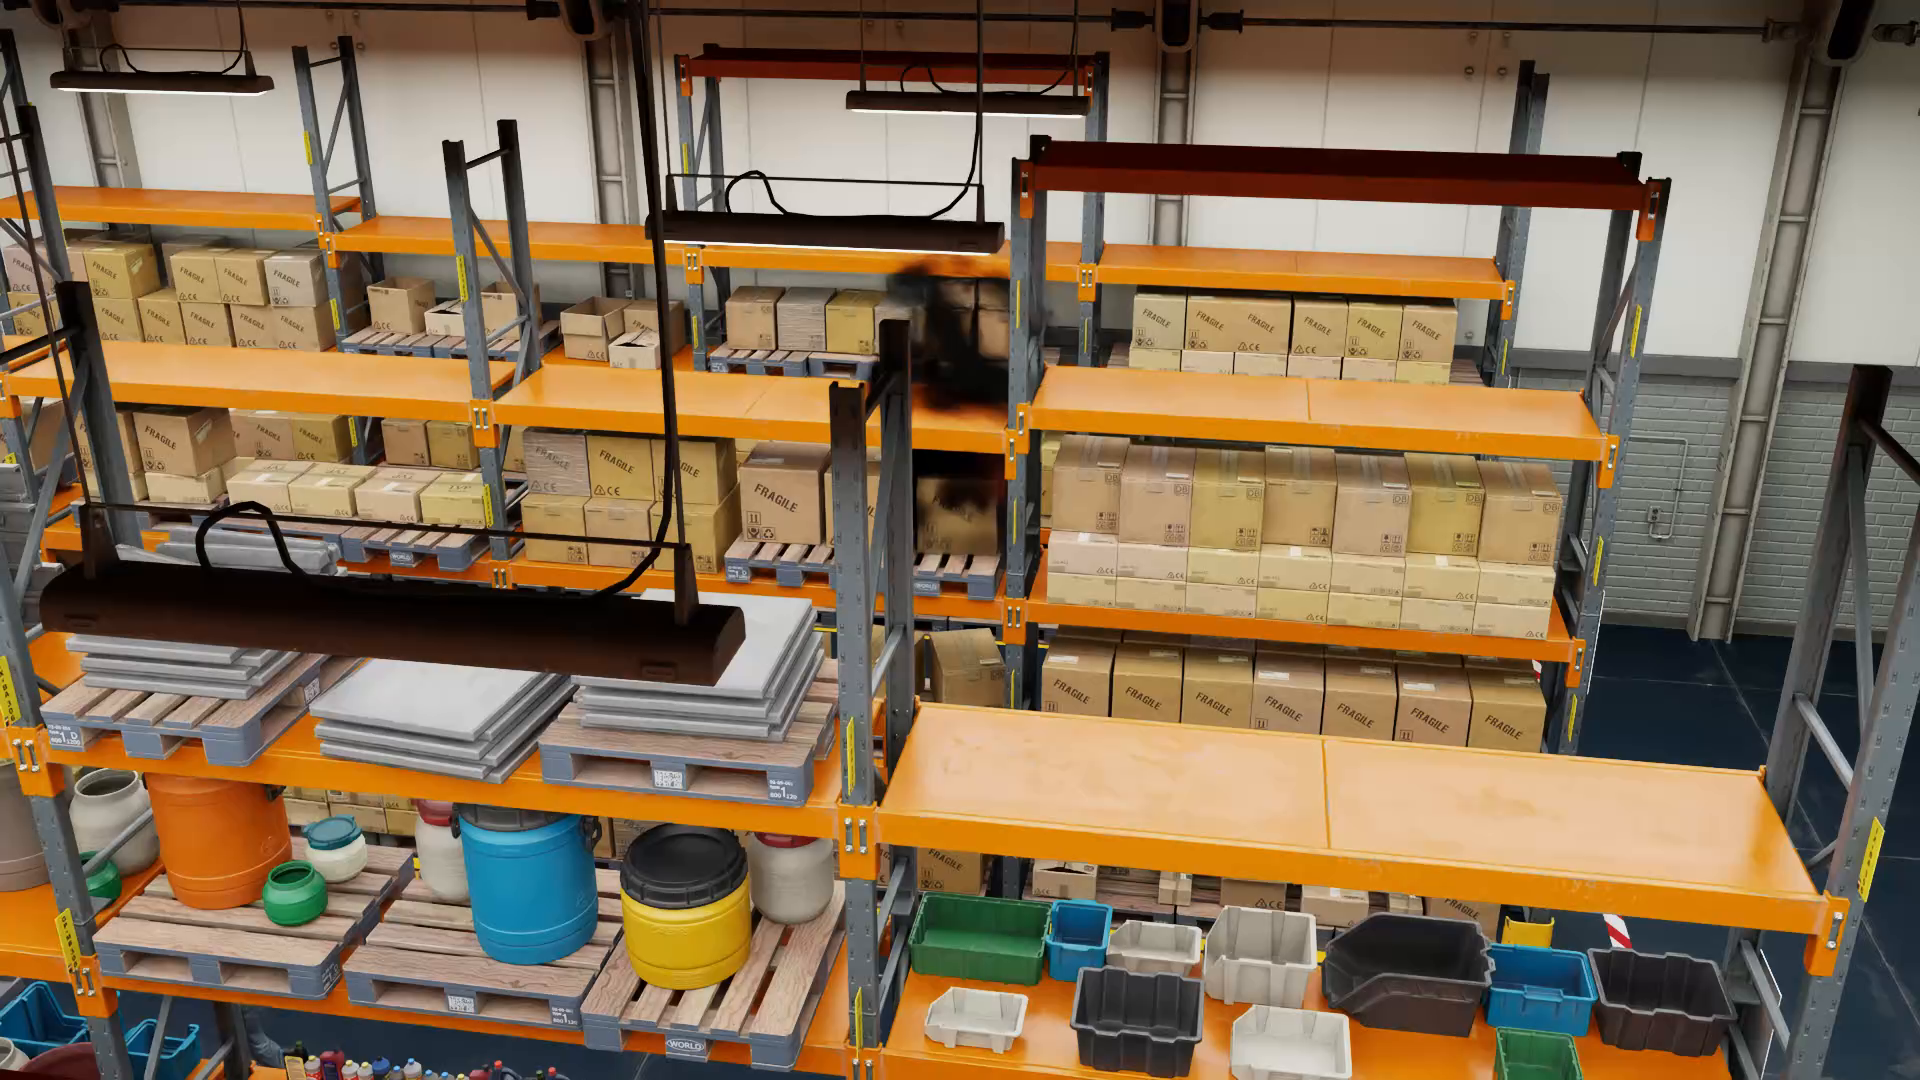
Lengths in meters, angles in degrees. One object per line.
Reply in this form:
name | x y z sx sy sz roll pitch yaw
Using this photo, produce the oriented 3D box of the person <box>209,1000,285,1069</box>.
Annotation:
person | -4.819 3.006 11.074 0.761 1.818 0.679 4 23 9
